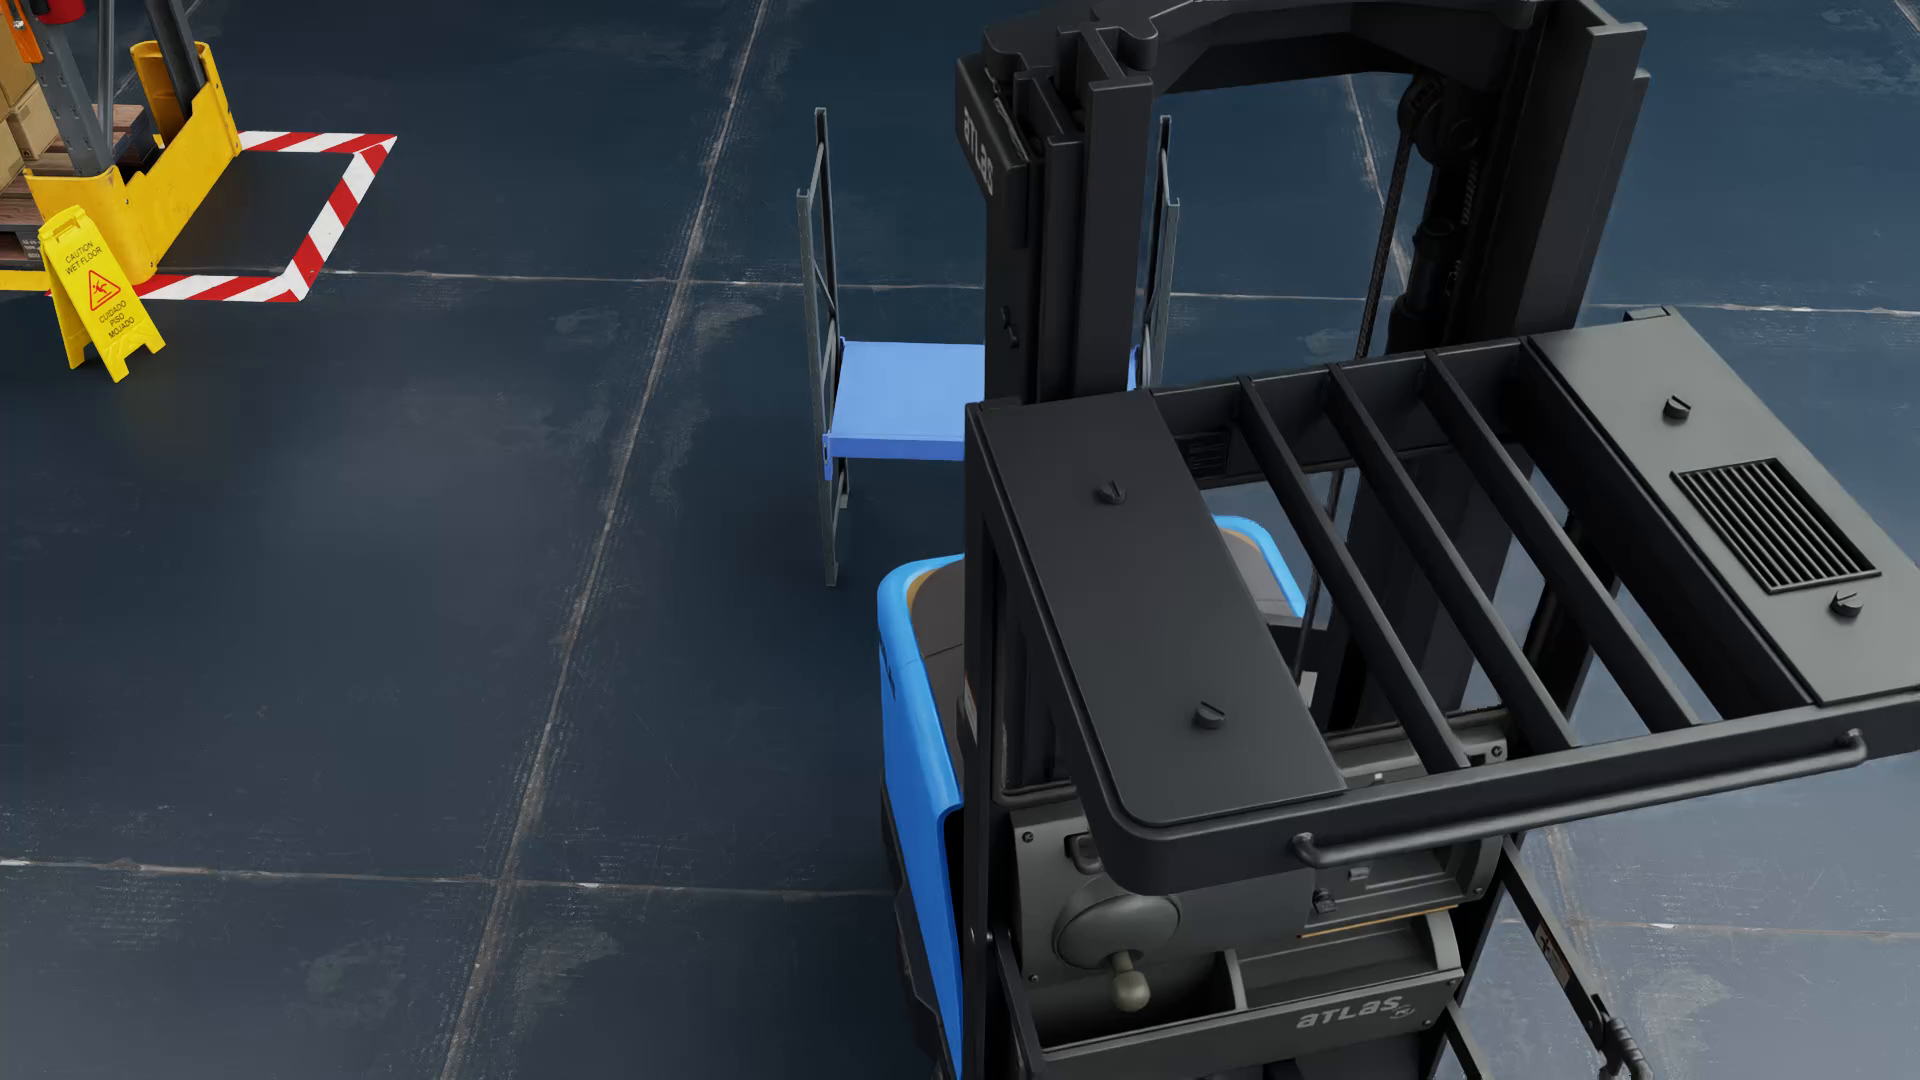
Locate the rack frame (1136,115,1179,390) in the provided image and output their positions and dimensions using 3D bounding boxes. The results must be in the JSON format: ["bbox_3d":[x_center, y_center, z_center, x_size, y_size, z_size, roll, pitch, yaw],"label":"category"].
[{"bbox_3d":[0.593,-0.531,5.219,0.032,1.500,0.500,2,43,2],"label":"rack frame"}]

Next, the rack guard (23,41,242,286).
[{"bbox_3d":[-3.516,-1.637,7.140,0.348,0.500,1.175,2,43,2],"label":"rack guard"}]

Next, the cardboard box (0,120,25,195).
[{"bbox_3d":[-4.284,-1.539,6.910,0.500,0.250,0.500,2,43,2],"label":"cardboard box"}]

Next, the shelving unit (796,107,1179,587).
[{"bbox_3d":[0.085,-0.546,5.236,1.048,1.500,0.538,2,43,2],"label":"shelving unit"}]

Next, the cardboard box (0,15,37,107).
[{"bbox_3d":[-4.258,-2.184,7.053,0.500,0.500,0.500,0,43,0],"label":"cardboard box"}]

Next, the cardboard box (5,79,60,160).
[{"bbox_3d":[-4.234,-1.910,7.308,0.500,0.250,0.500,1,43,2],"label":"cardboard box"}]

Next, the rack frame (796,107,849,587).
[{"bbox_3d":[-0.423,-0.562,5.253,0.032,1.500,0.500,2,43,2],"label":"rack frame"}]

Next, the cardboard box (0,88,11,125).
[{"bbox_3d":[-4.253,-1.818,6.660,0.500,0.500,0.500,2,43,2],"label":"cardboard box"}]

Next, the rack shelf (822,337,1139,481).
[{"bbox_3d":[0.085,-0.415,5.359,1.000,0.185,0.538,2,43,2],"label":"rack shelf"}]

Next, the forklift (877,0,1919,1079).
[{"bbox_3d":[0.601,0.685,2.865,1.130,2.935,3.031,-9,44,-9],"label":"forklift"}]

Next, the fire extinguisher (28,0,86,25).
[{"bbox_3d":[-3.347,-2.203,5.971,0.183,0.674,0.296,2,43,2],"label":"fire extinguisher"}]

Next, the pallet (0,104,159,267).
[{"bbox_3d":[-4.326,-1.580,7.291,1.213,0.211,1.003,2,43,2],"label":"pallet"}]

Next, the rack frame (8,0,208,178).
[{"bbox_3d":[-3.440,-2.549,6.286,0.127,3.000,1.000,2,43,2],"label":"rack frame"}]

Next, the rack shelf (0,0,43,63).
[{"bbox_3d":[-5.438,-2.347,6.597,4.000,0.370,1.077,2,43,2],"label":"rack shelf"}]

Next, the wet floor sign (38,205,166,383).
[{"bbox_3d":[-3.299,-0.953,6.300,0.232,0.644,0.267,16,45,16],"label":"wet floor sign"}]
